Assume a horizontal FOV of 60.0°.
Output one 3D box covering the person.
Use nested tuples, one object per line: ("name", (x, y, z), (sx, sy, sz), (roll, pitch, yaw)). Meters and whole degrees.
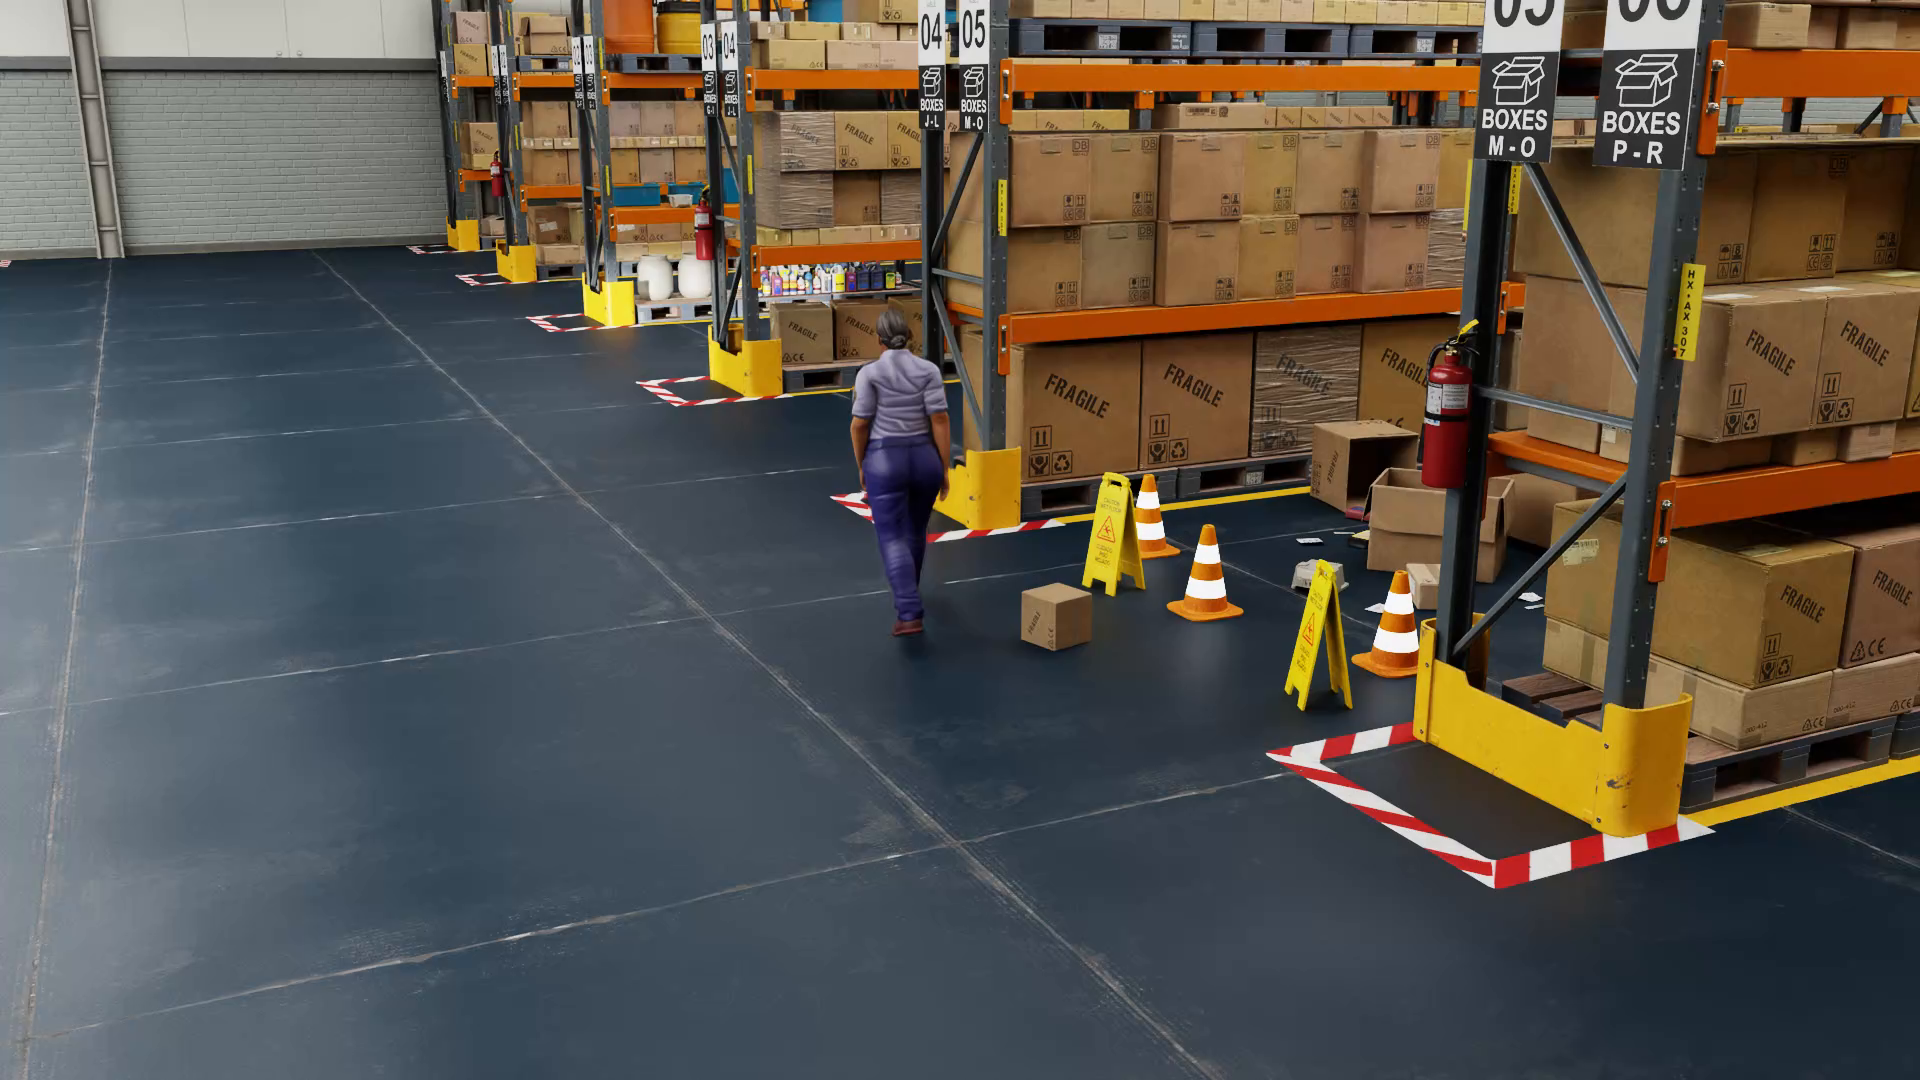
("person", (-0.301, -0.353, 8.333), (0.481, 1.599, 0.990), (-6, 17, -22))
